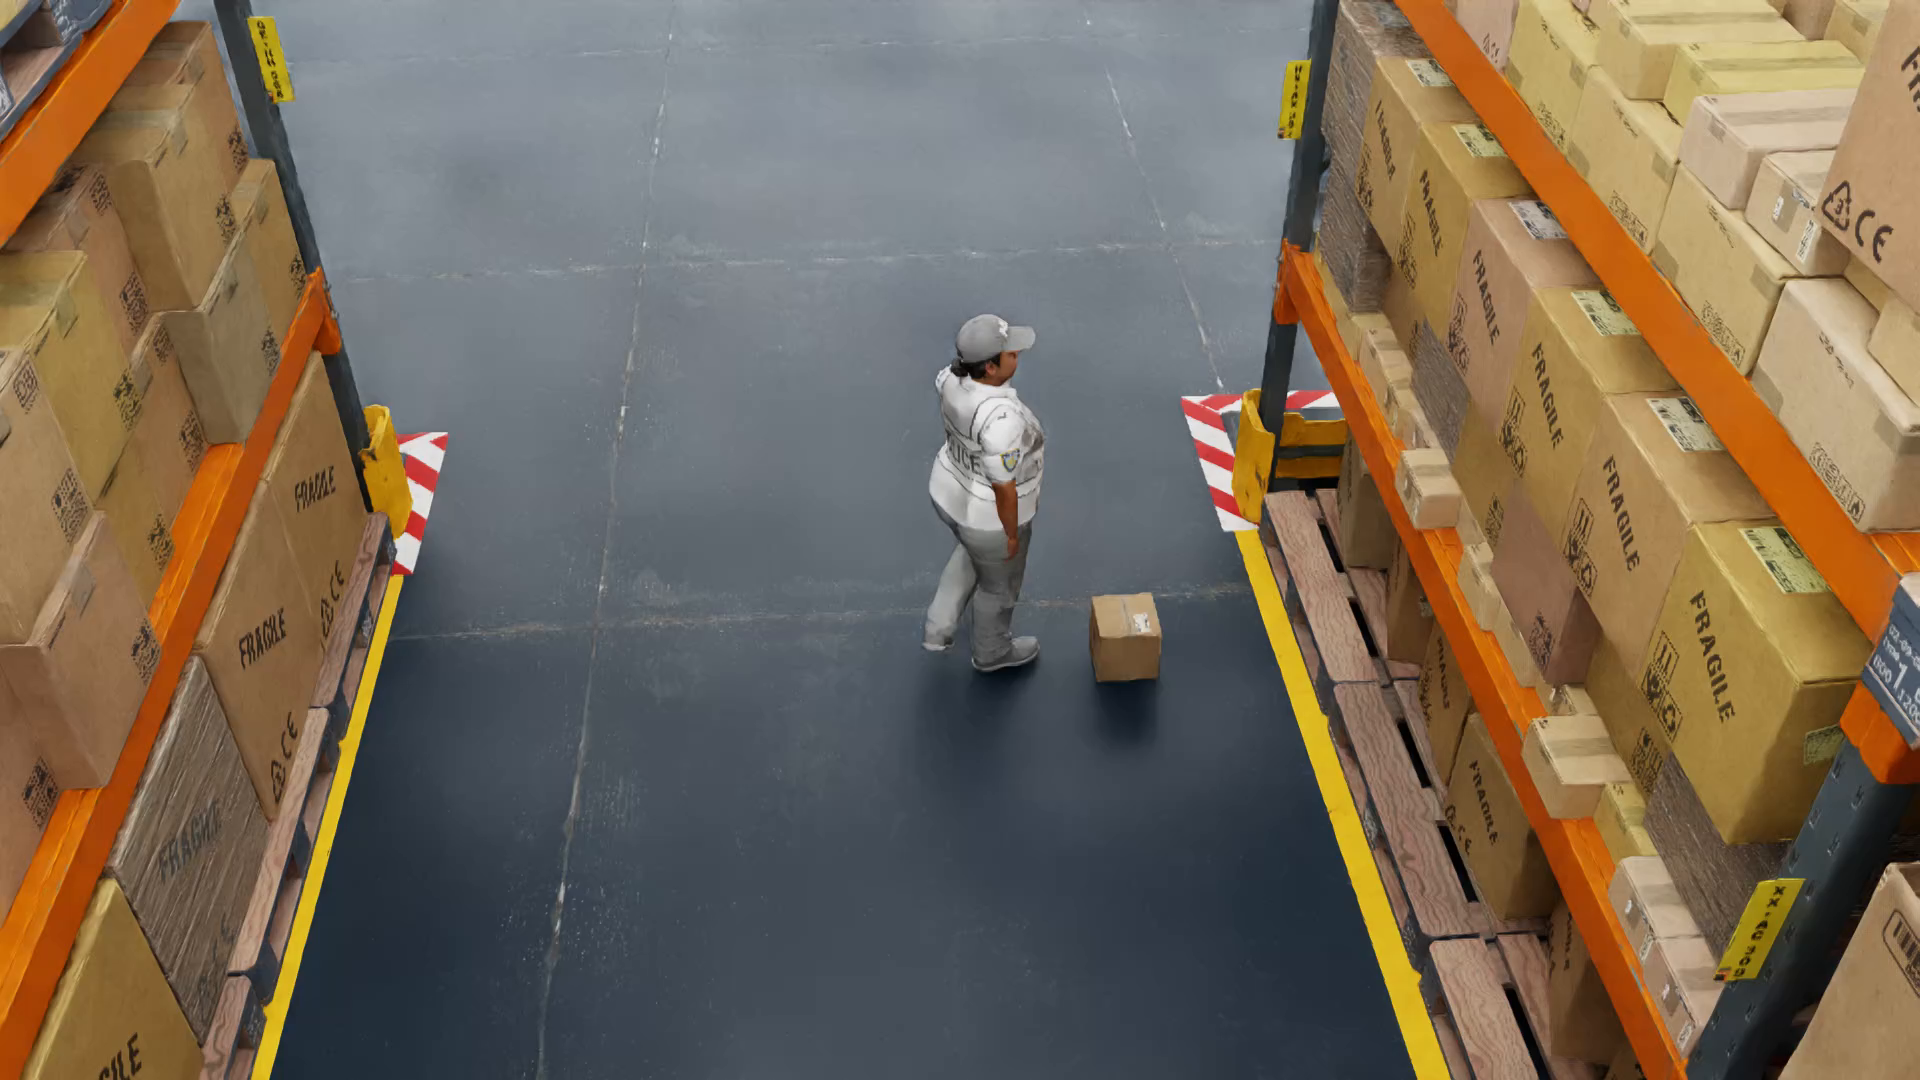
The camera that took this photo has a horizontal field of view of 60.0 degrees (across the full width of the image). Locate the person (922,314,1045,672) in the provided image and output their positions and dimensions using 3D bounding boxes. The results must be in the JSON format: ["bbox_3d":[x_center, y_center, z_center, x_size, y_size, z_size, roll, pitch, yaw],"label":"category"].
[{"bbox_3d":[0.081,-0.133,6.297,0.524,1.662,0.517,-22,44,-25],"label":"person"}]
